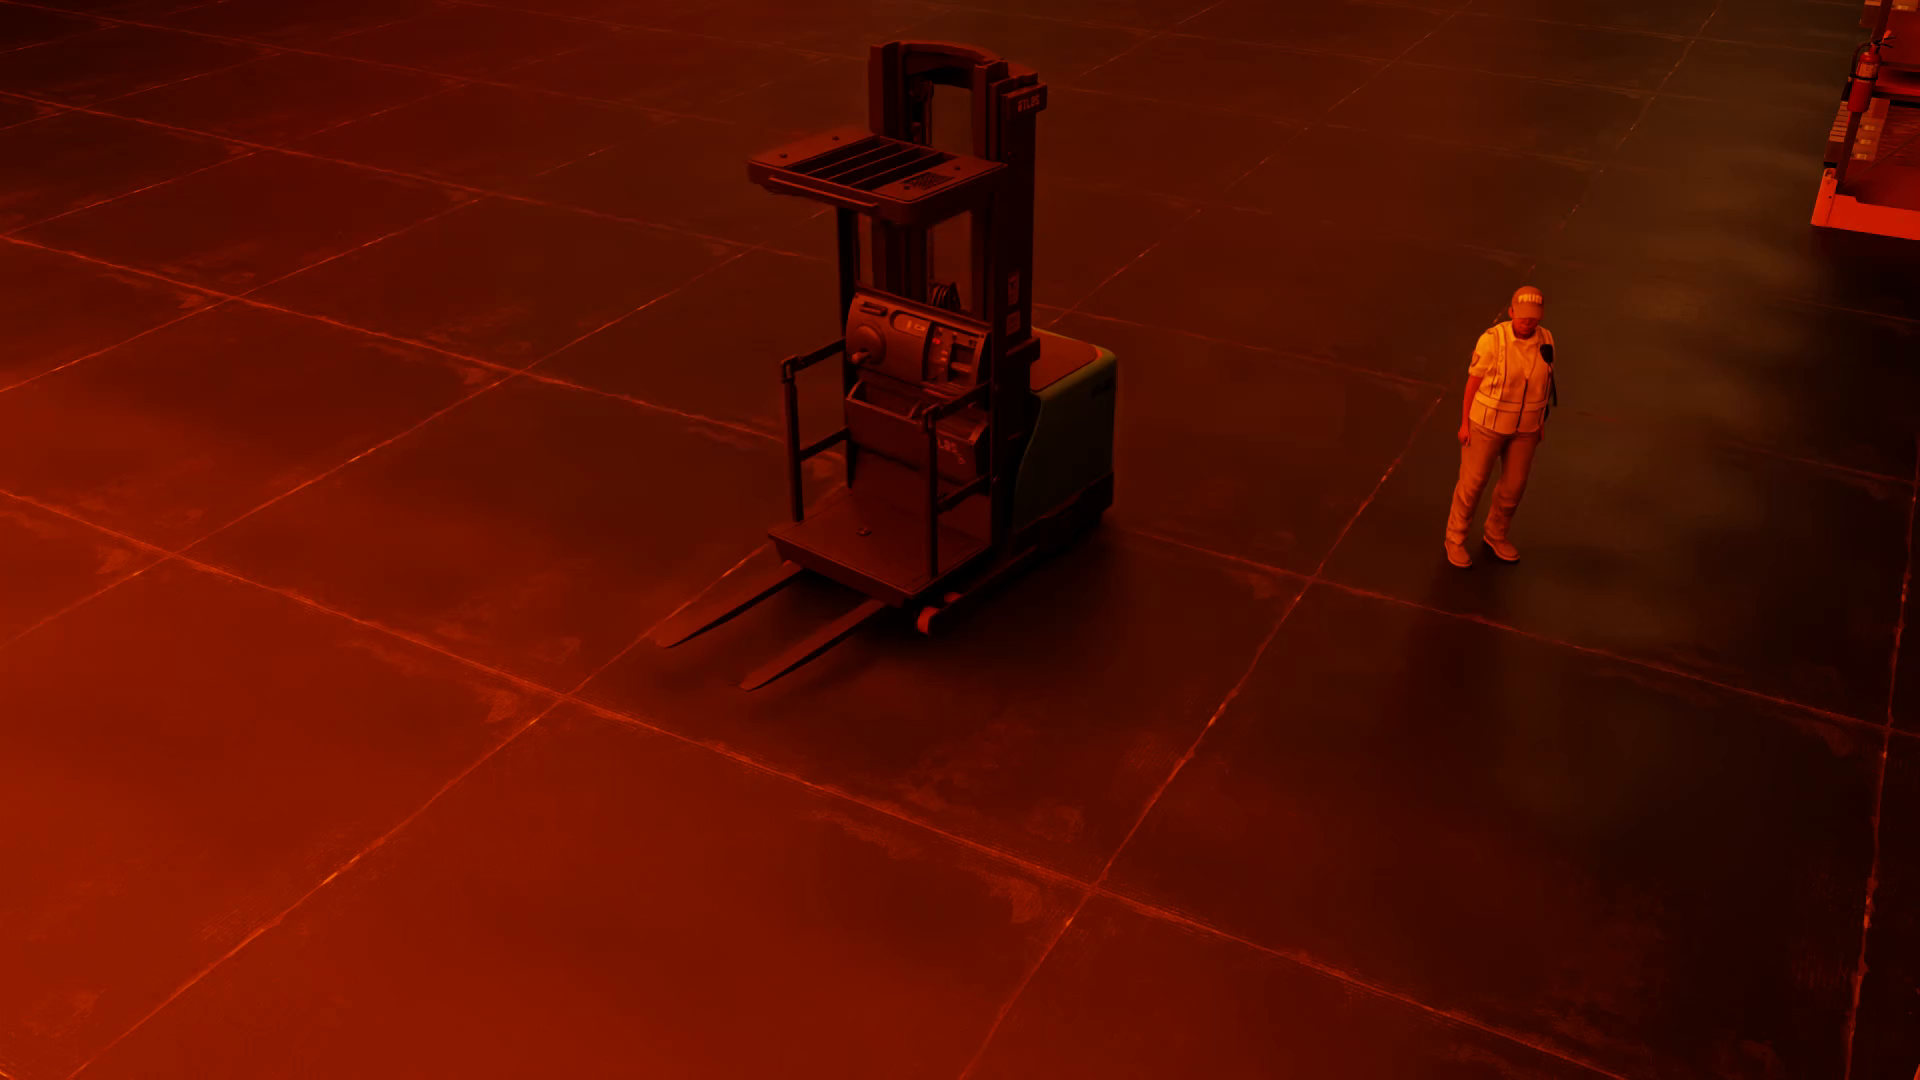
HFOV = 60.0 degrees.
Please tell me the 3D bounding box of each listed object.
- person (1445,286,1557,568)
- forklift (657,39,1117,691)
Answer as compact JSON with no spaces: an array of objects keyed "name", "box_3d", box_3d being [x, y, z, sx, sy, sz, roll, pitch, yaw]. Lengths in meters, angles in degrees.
[{"name":"person","box_3d":[3.097,-0.652,9.473,0.507,1.668,0.389,-4,30,-6]},{"name":"forklift","box_3d":[-0.372,-1.023,8.842,1.130,2.935,3.031,22,36,33]}]
